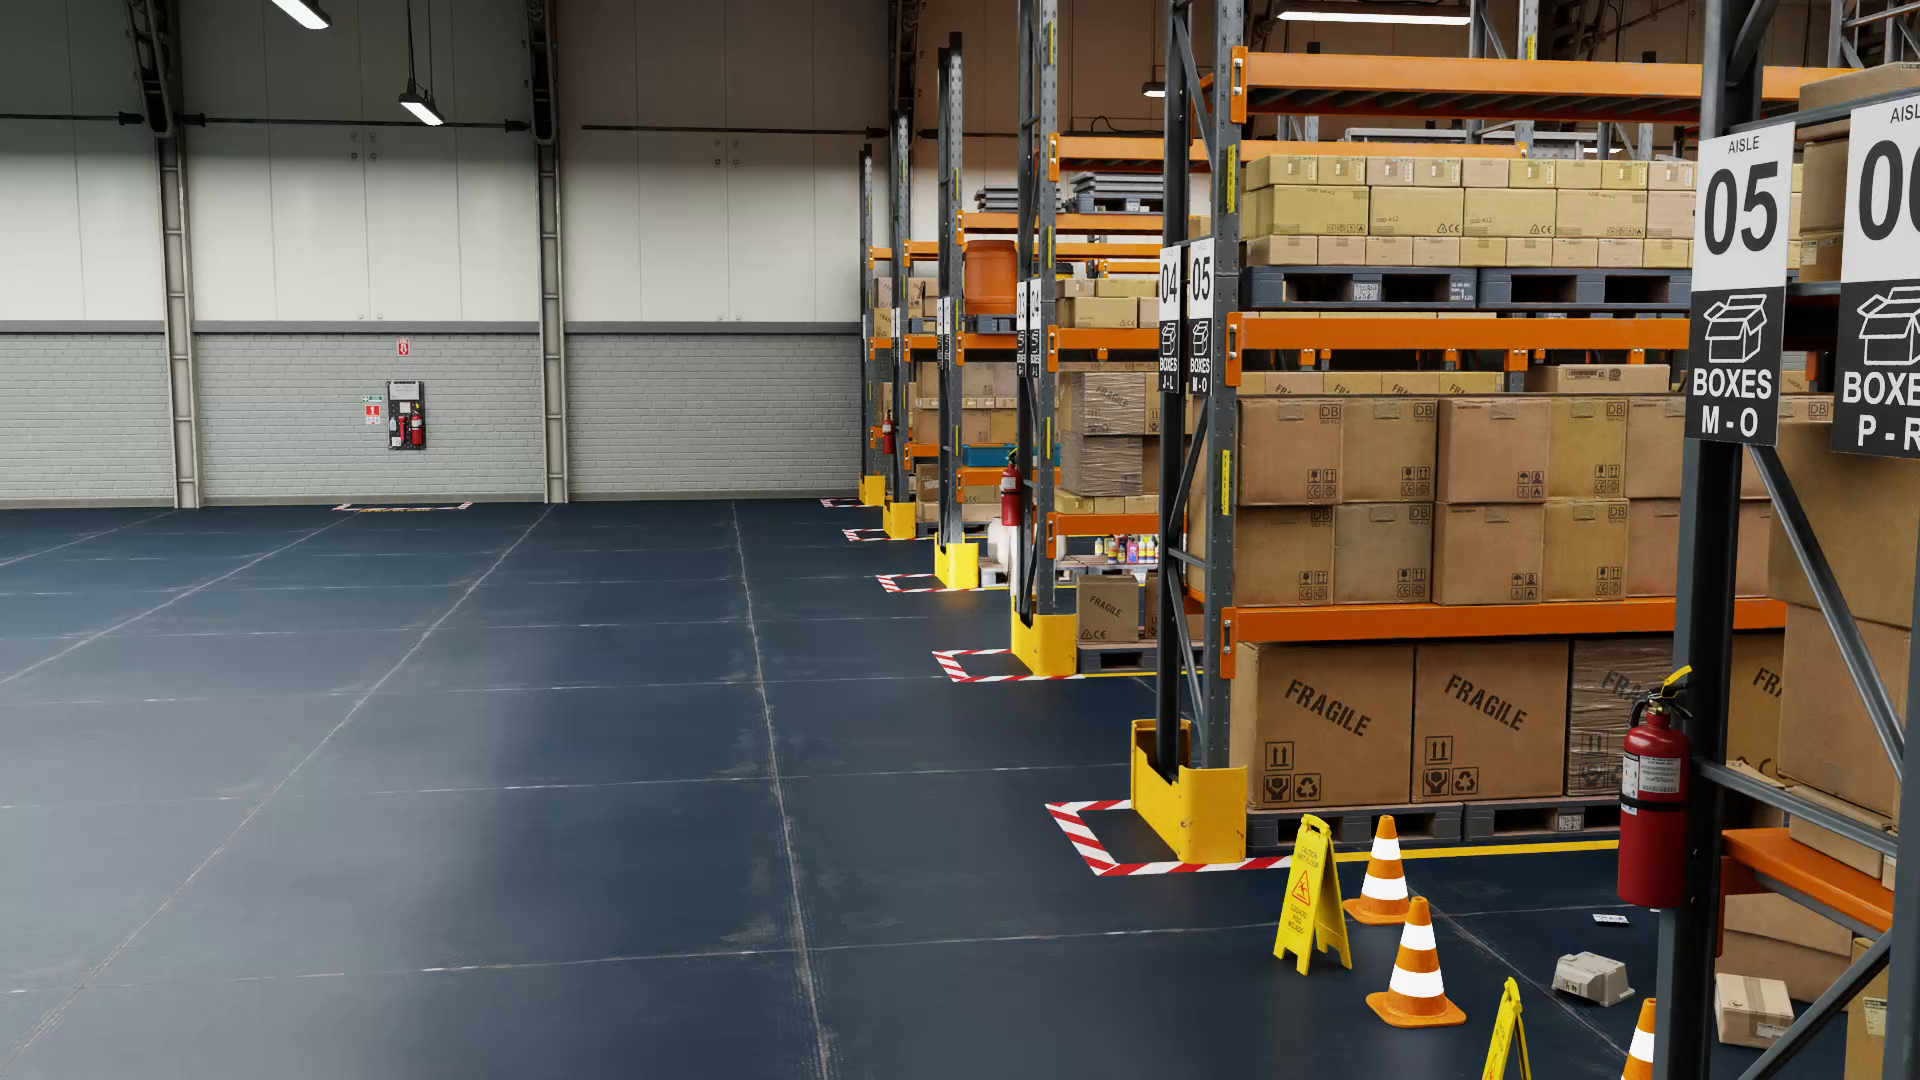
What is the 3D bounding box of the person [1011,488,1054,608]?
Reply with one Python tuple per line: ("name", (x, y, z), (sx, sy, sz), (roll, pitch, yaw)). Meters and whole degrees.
("person", (0.727, 0.050, 17.231), (0.400, 1.251, 0.827), (-1, 7, -10))
